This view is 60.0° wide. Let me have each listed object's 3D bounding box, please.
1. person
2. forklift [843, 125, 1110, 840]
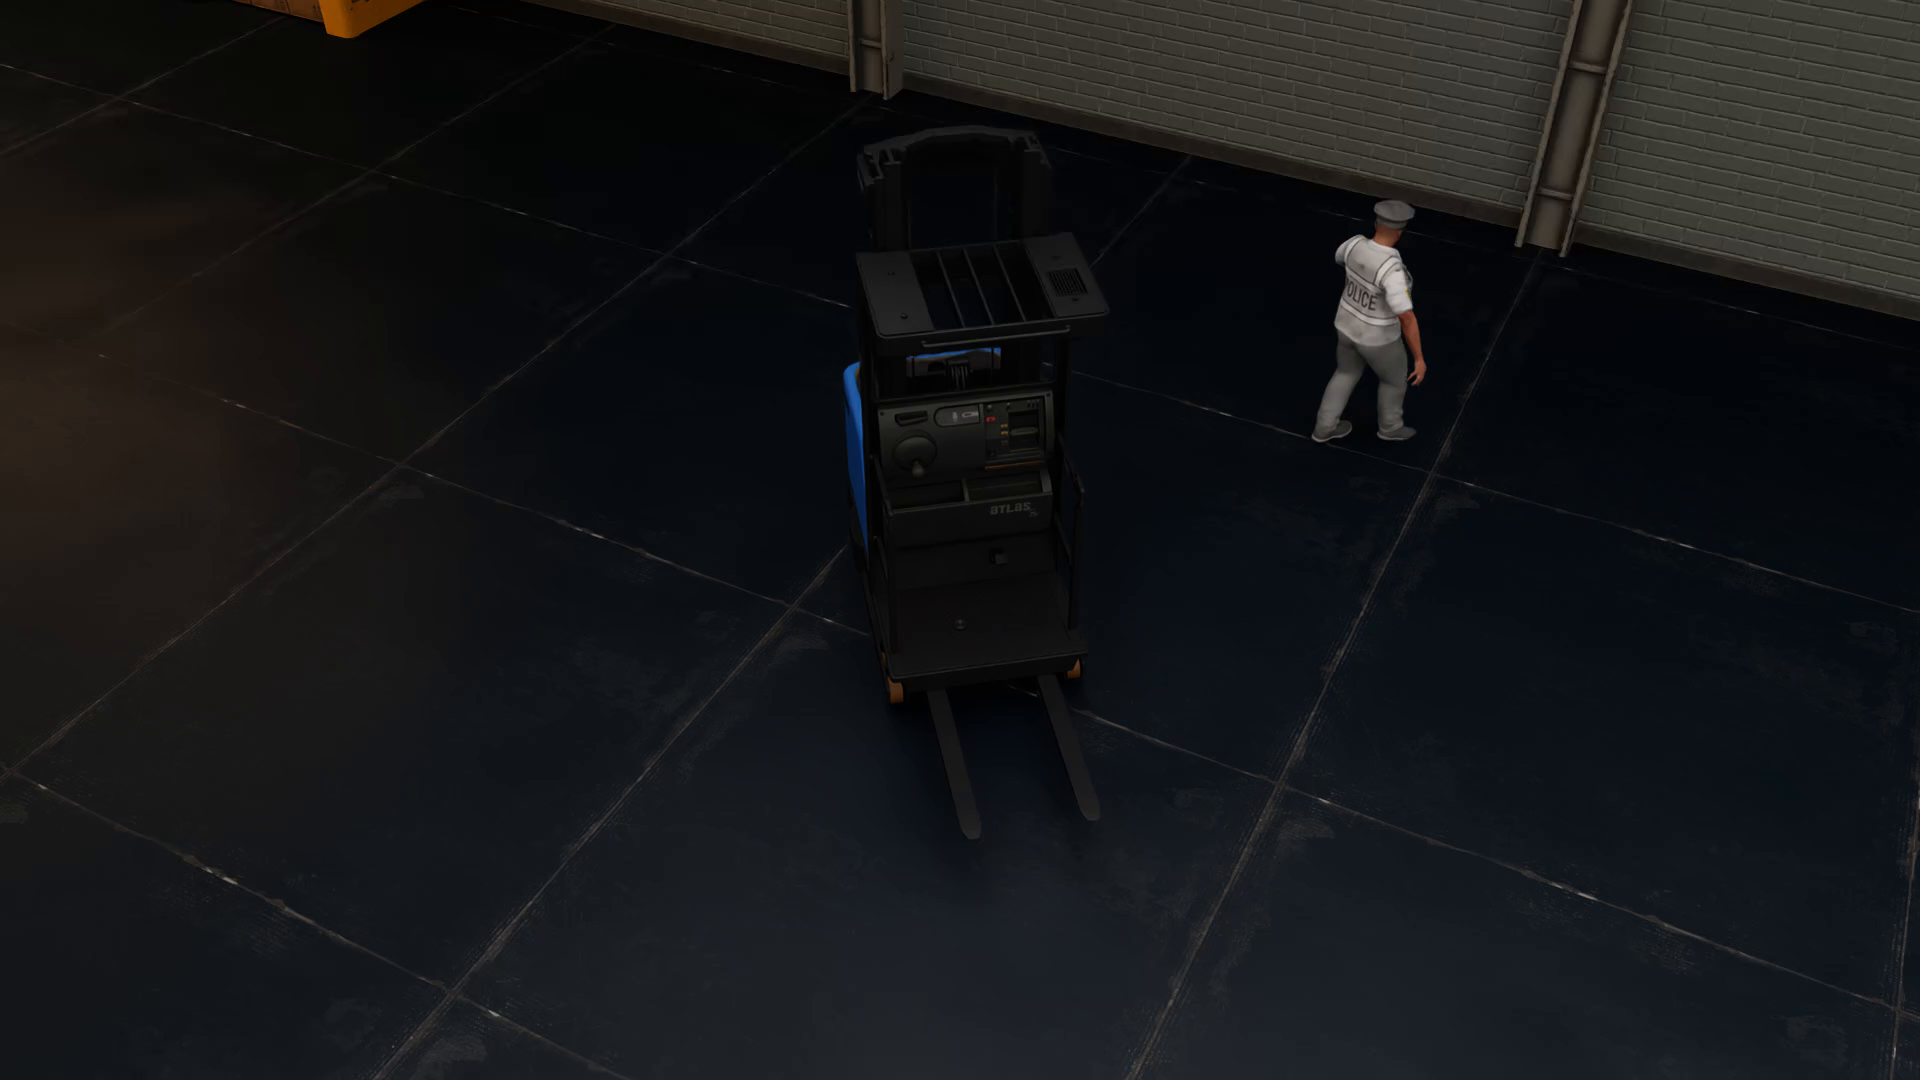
[{"bbox_3d":[2.702,-1.334,10.548,0.694,1.756,1.011,-21,44,-23],"label":"person"},{"bbox_3d":[0.078,-0.477,8.553,1.130,2.935,3.031,-7,41,-8],"label":"forklift"}]
